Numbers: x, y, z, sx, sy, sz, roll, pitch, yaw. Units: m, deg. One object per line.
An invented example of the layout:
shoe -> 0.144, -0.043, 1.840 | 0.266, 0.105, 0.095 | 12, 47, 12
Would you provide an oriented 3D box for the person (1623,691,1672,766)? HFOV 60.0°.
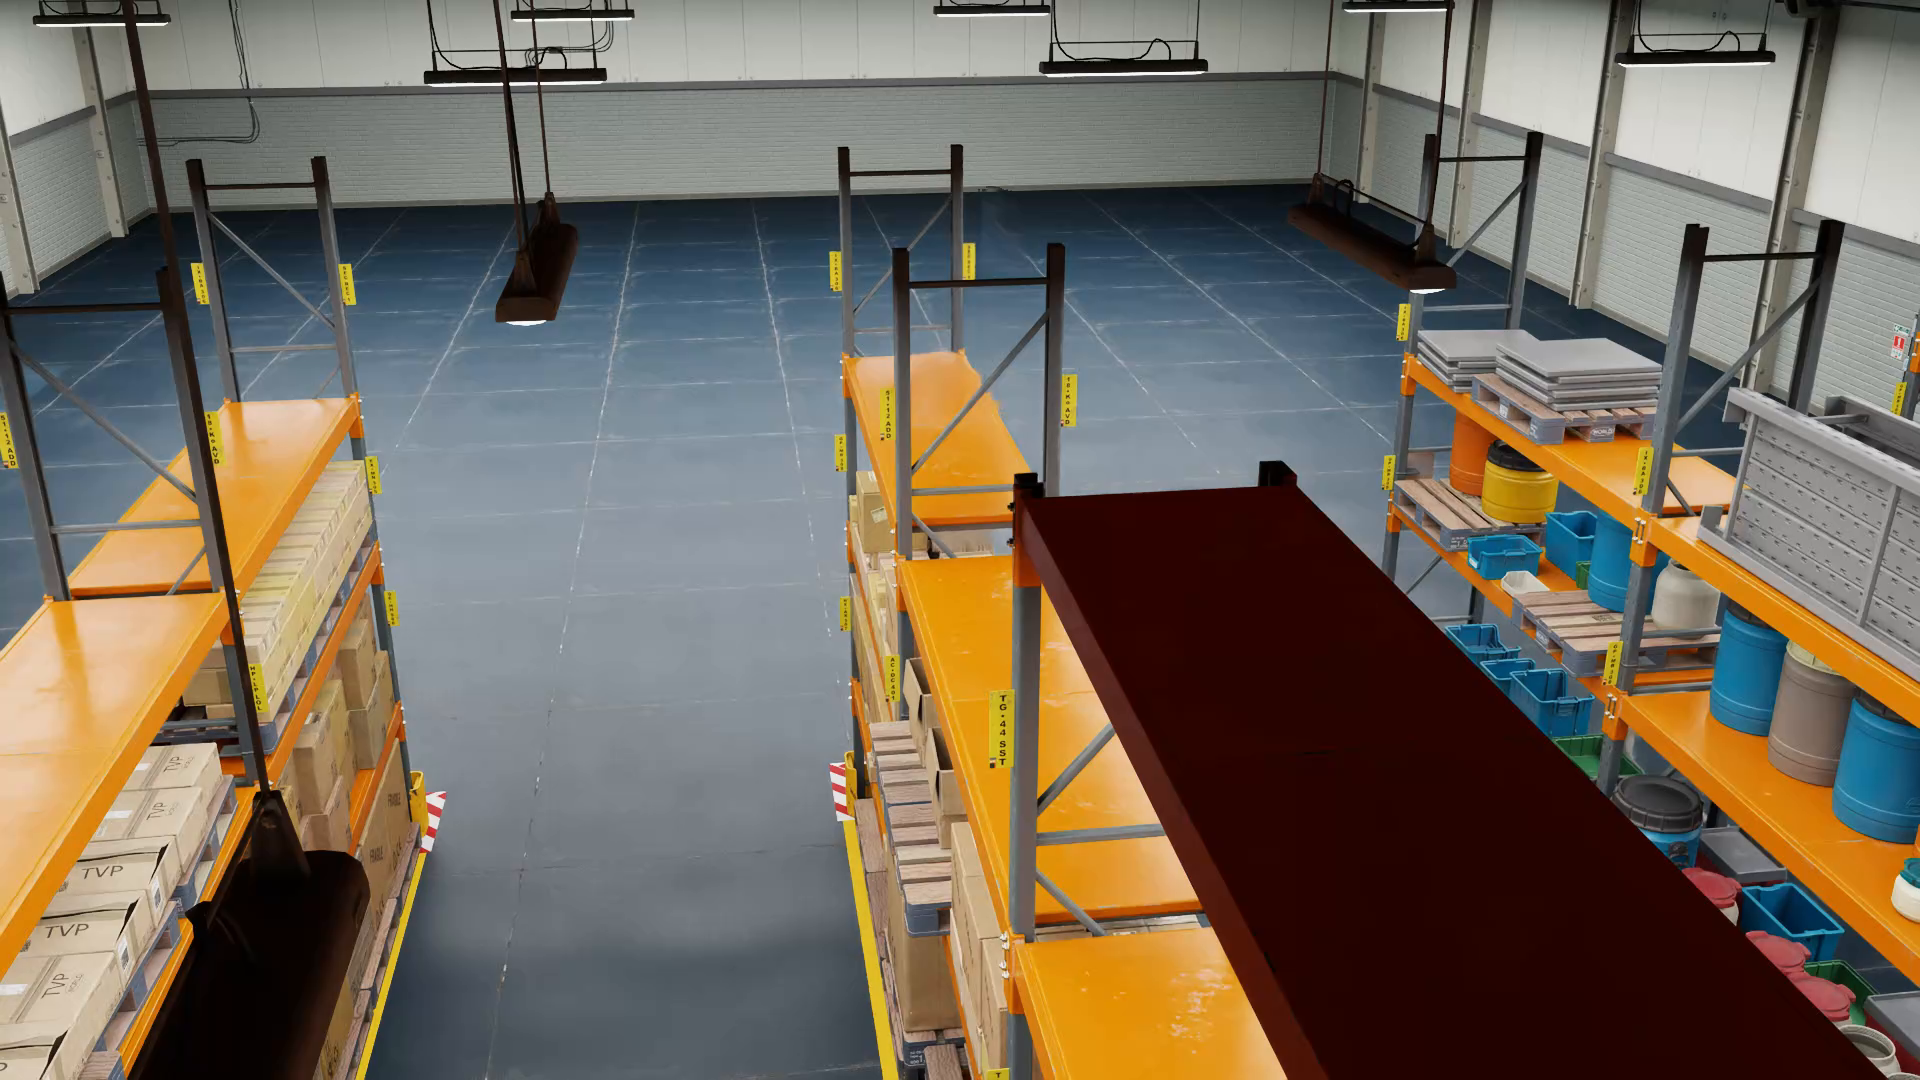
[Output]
person -> 6.065, 1.688, 15.107 | 0.549, 1.701, 0.880 | -8, 23, -19
